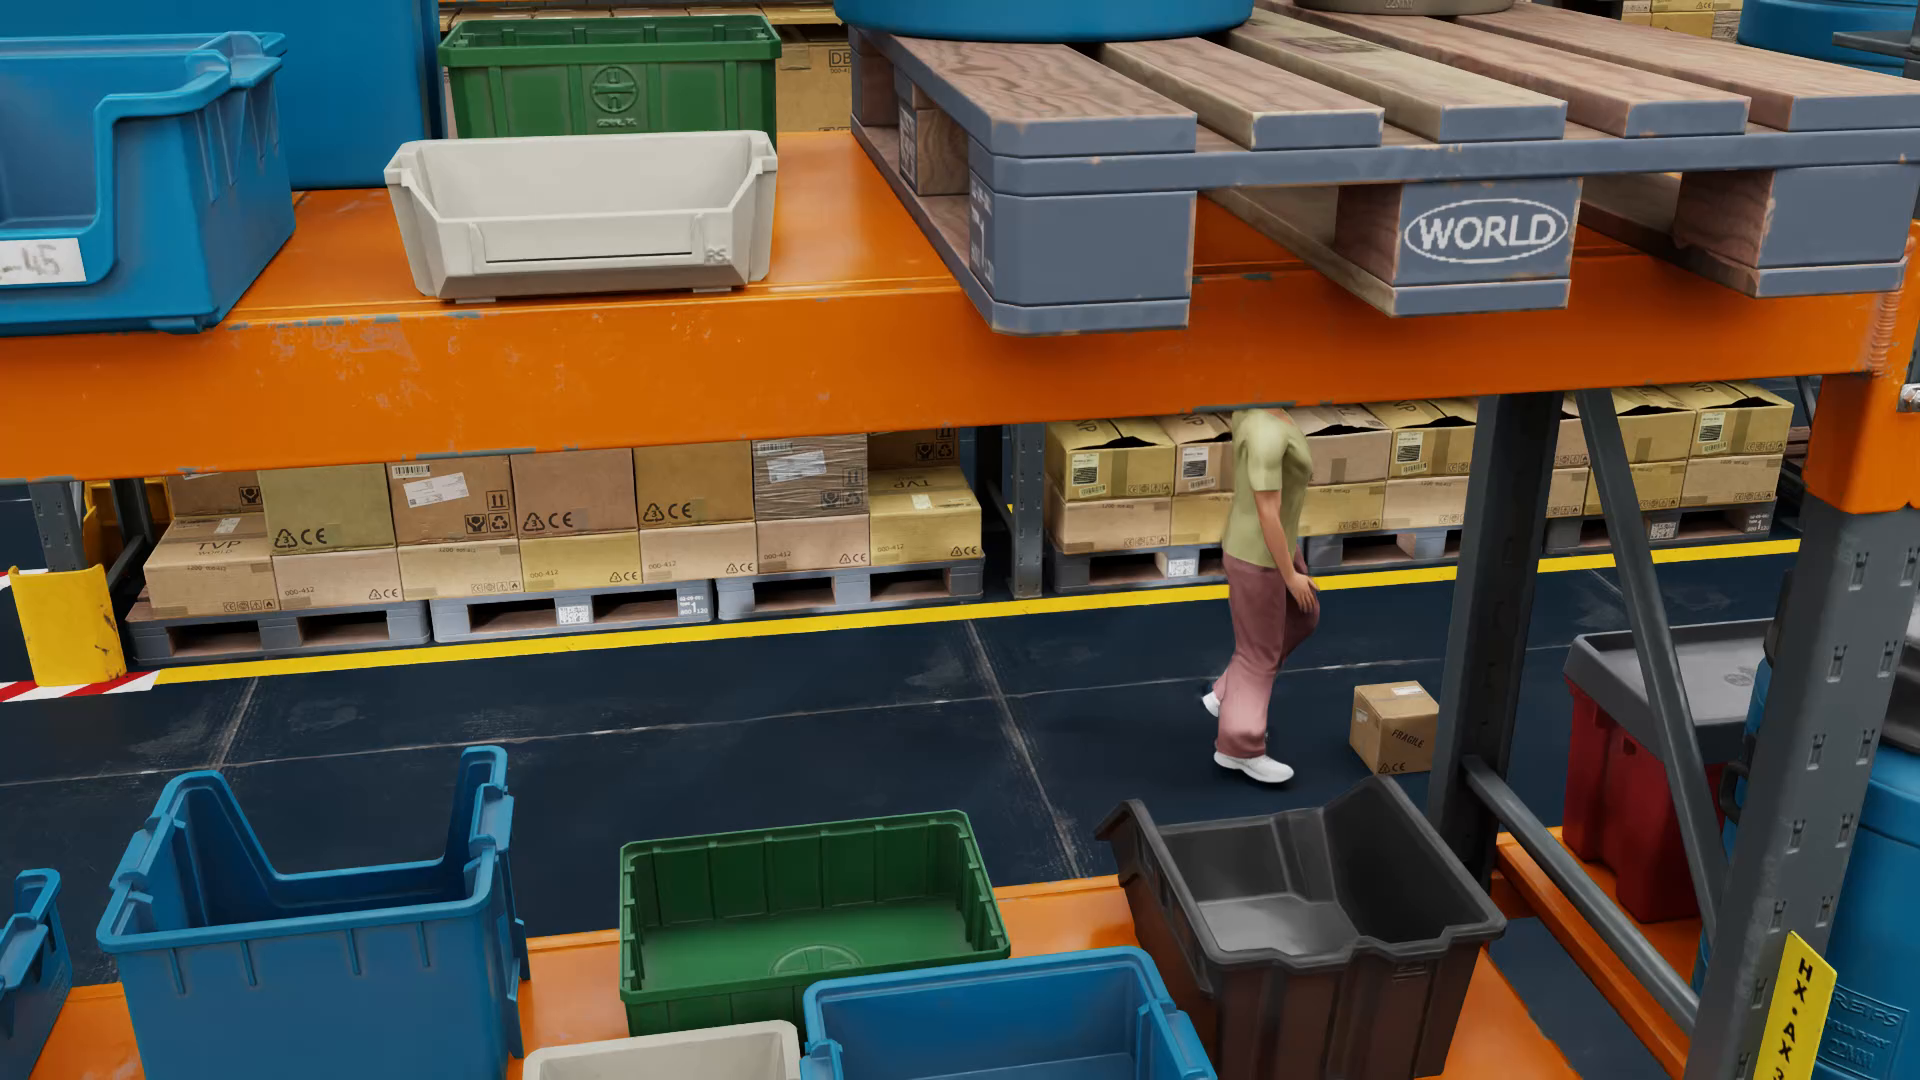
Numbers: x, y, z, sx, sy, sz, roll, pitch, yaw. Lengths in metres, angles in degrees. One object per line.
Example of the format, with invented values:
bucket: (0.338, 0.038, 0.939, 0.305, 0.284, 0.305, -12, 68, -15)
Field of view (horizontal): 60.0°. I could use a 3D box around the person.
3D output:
person: (1.091, 0.063, 5.905, 0.404, 1.686, 0.509, 5, 24, 12)
